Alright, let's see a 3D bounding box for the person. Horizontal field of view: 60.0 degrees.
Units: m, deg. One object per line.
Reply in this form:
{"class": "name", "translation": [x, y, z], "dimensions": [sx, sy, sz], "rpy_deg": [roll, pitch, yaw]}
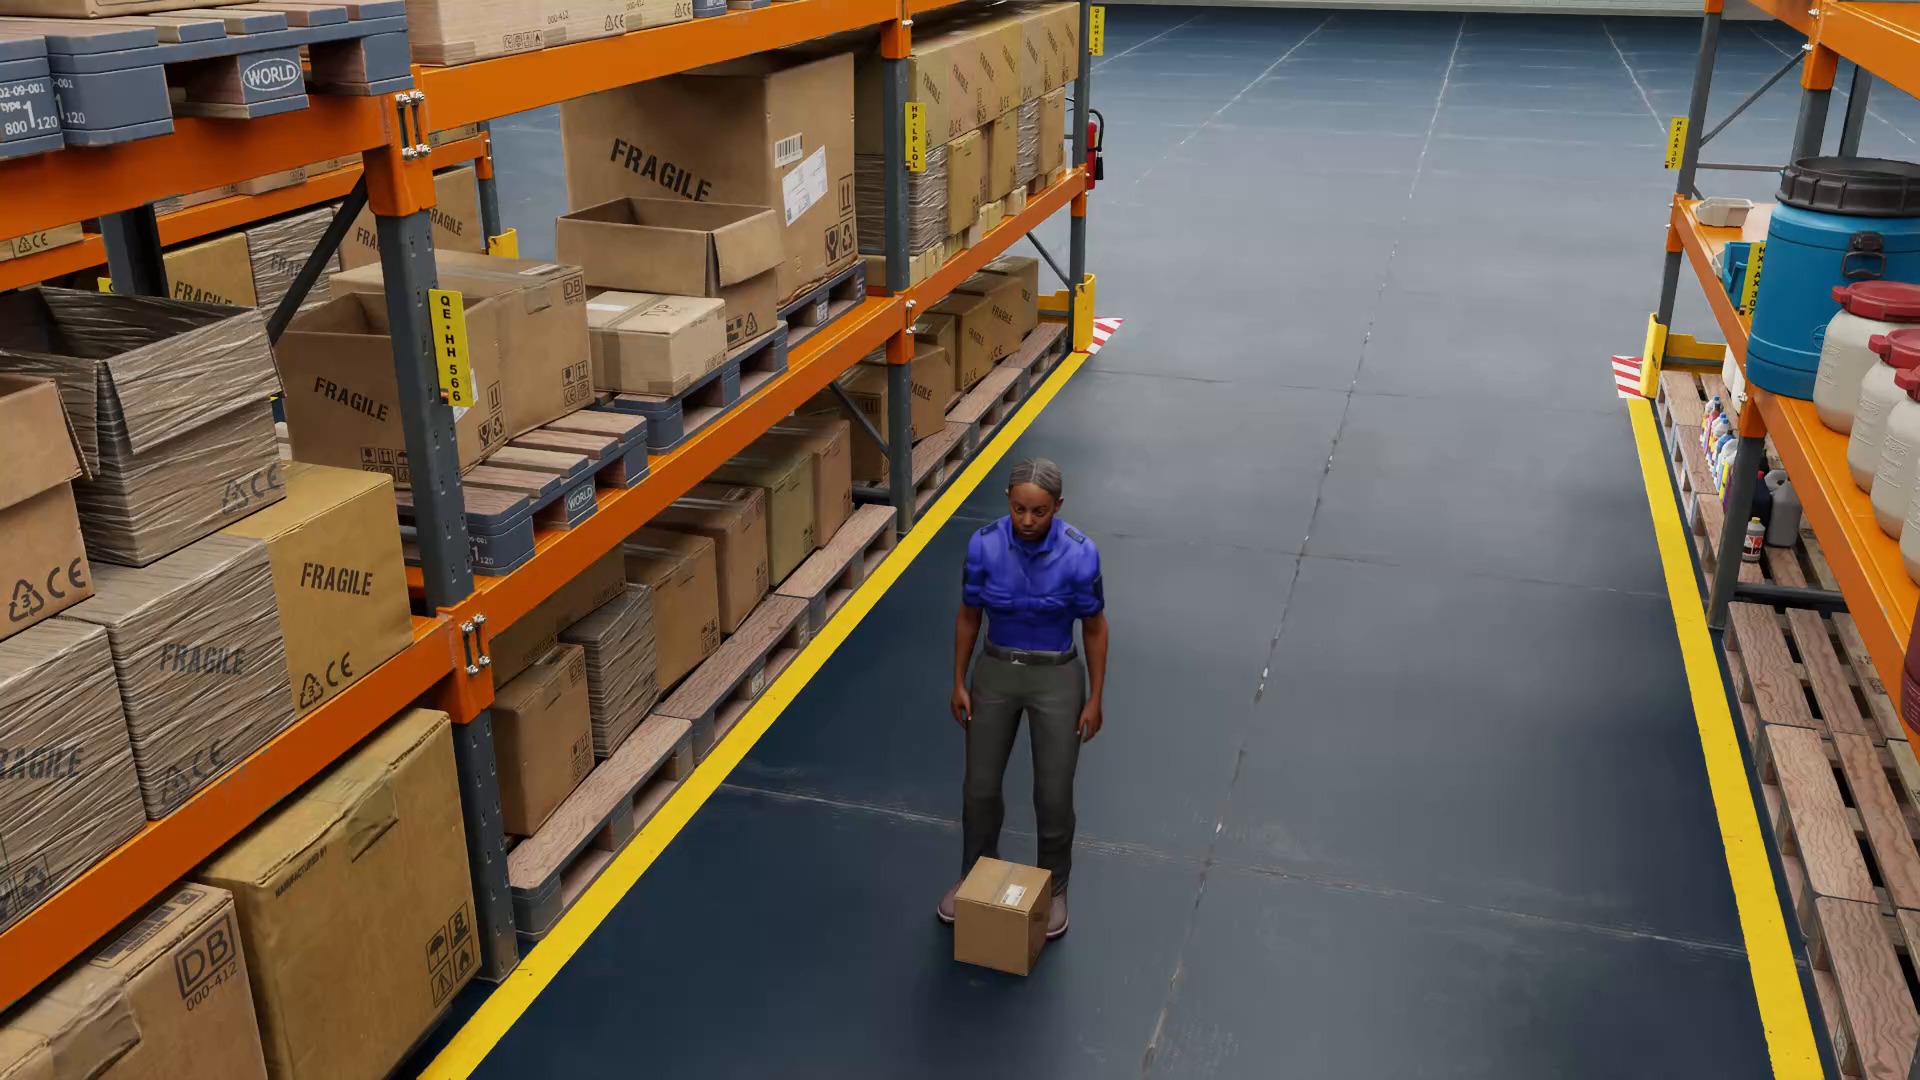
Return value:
{"class": "person", "translation": [0.220, 0.467, 5.371], "dimensions": [0.500, 1.570, 0.351], "rpy_deg": [5, 23, 12]}
